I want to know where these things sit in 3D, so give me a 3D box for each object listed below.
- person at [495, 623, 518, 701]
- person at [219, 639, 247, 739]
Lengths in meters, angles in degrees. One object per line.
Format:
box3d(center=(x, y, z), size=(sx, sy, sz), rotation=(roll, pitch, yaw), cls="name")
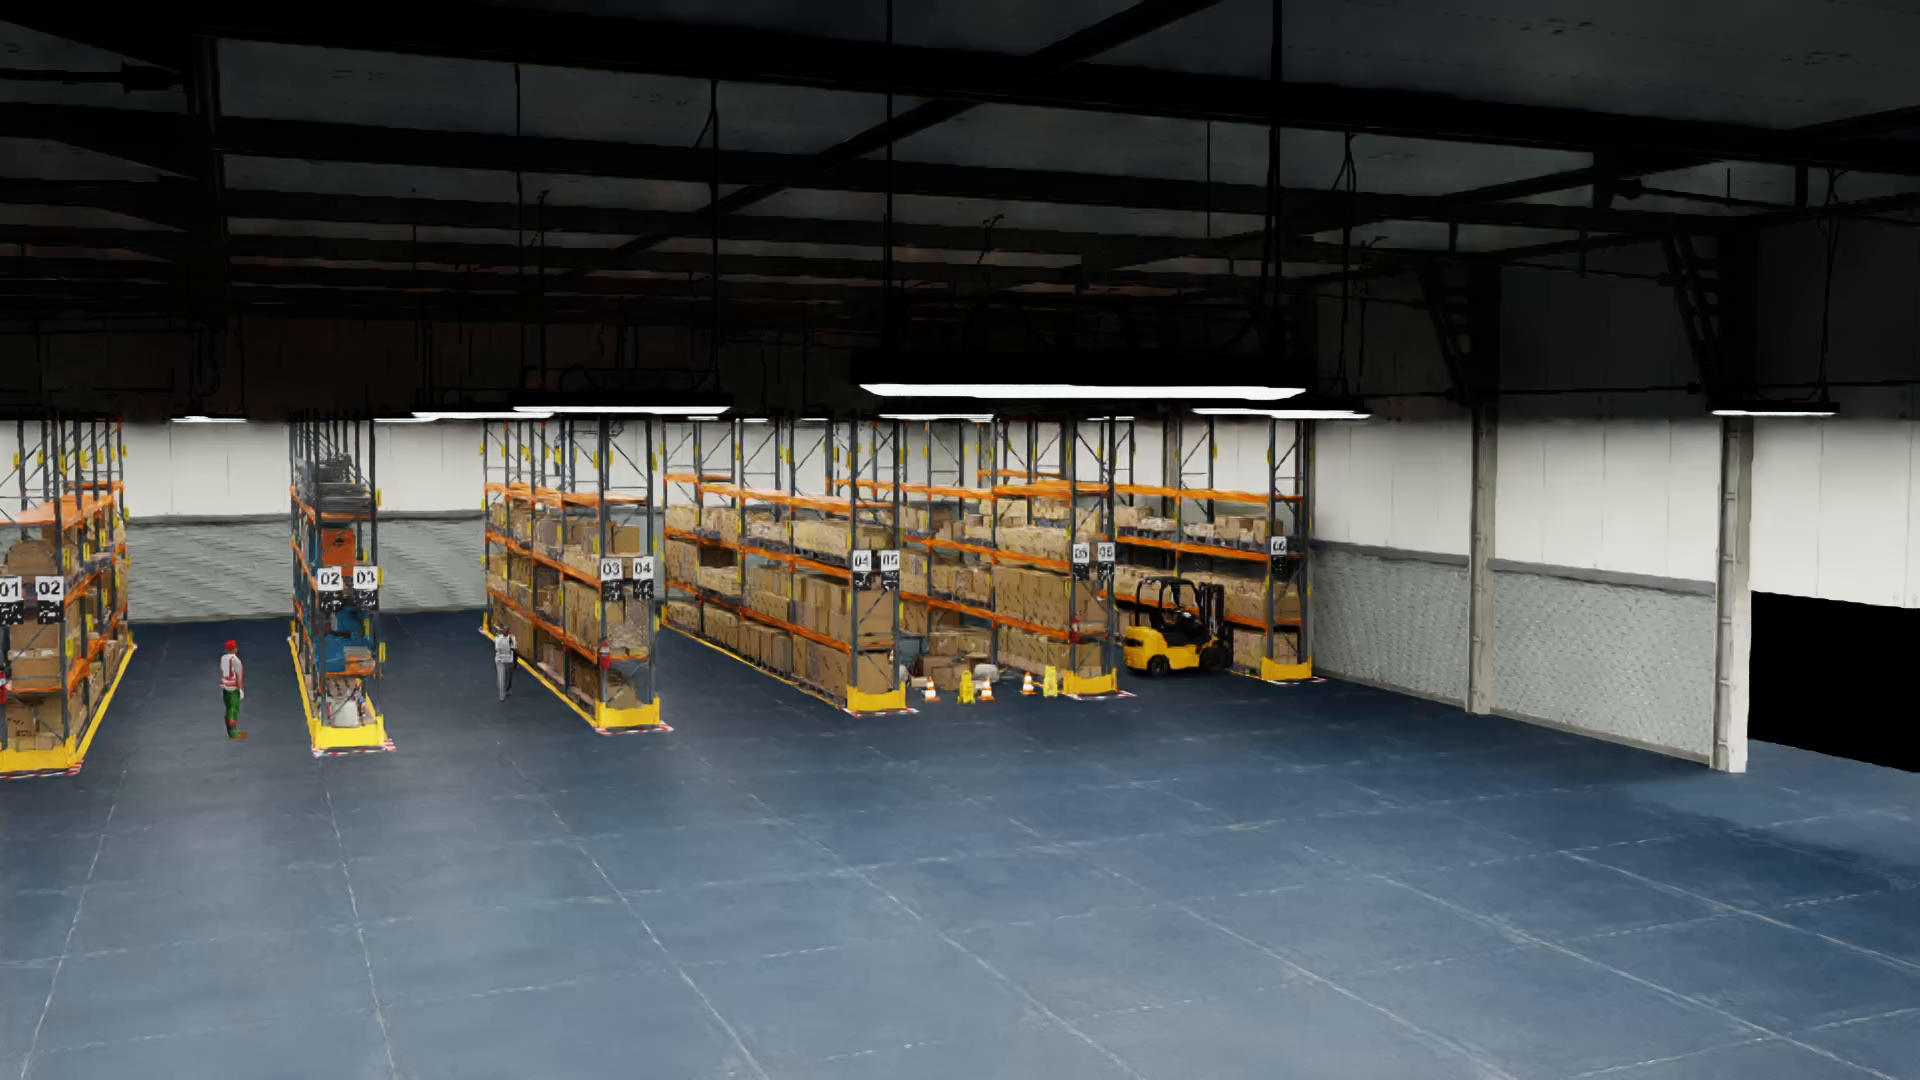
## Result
box3d(center=(-9.402, 2.495, 34.465), size=(0.450, 1.588, 1.092), rotation=(-2, 4, -21), cls="person")
box3d(center=(-13.188, 2.692, 30.222), size=(0.600, 1.787, 0.443), rotation=(3, 5, 36), cls="person")
